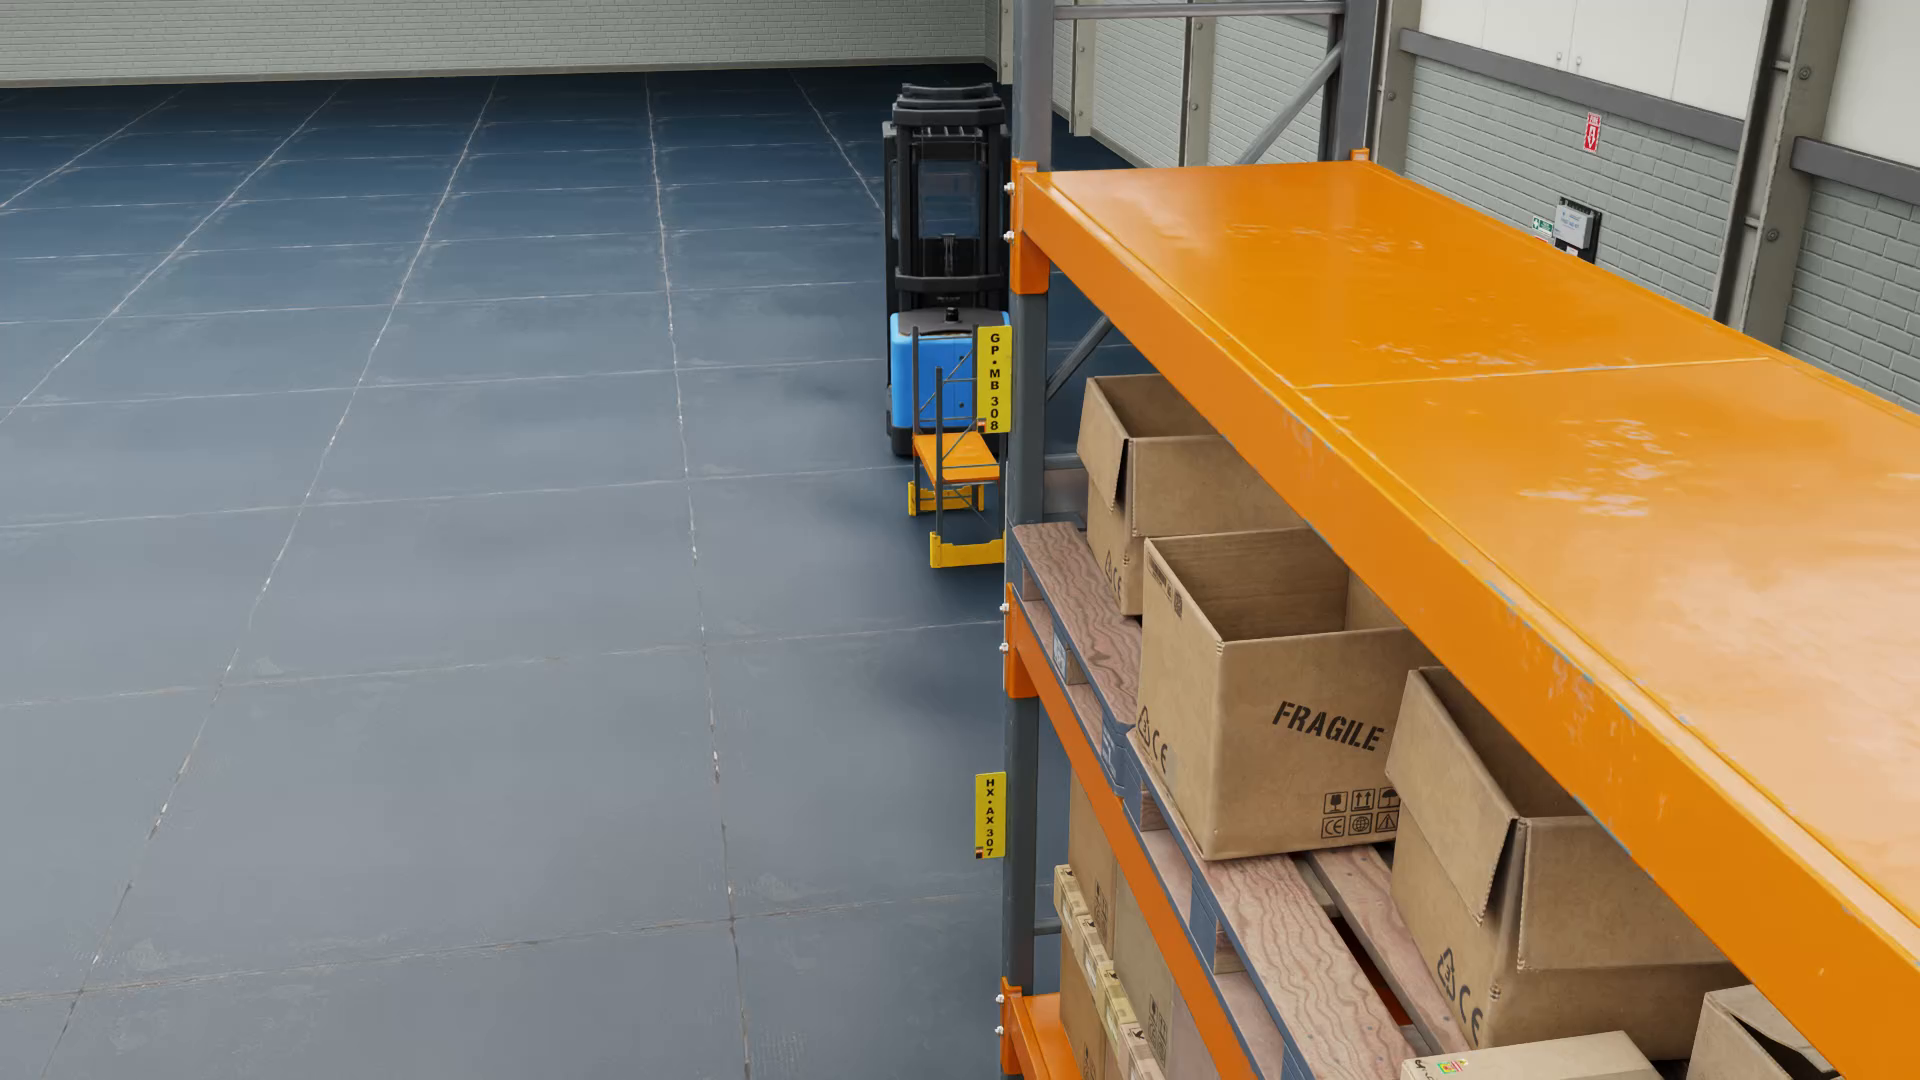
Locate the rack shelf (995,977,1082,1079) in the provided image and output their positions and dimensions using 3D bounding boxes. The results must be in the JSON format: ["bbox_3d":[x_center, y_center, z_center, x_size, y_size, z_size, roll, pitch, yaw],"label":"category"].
[{"bbox_3d":[1.017,2.420,4.102,1.077,0.370,4.000,-4,24,-10],"label":"rack shelf"}]

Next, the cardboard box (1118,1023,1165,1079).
[{"bbox_3d":[0.649,1.432,4.530,0.380,0.149,0.250,-5,24,-11],"label":"cardboard box"}]

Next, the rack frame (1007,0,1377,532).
[{"bbox_3d":[0.647,-1.445,4.558,1.000,3.000,0.127,-4,24,-10],"label":"rack frame"}]

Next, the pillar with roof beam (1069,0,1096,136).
[{"bbox_3d":[-2.174,-10.724,25.802,9.100,9.000,0.400,-4,24,-10],"label":"pillar with roof beam"}]

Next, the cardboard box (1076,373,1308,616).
[{"bbox_3d":[0.749,-0.148,4.508,0.797,0.503,0.637,-3,24,-6],"label":"cardboard box"}]

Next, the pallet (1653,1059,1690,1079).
[{"bbox_3d":[1.204,1.210,2.338,1.003,0.211,1.213,-4,24,-10],"label":"pallet"}]

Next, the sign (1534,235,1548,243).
[{"bbox_3d":[4.965,-2.429,14.262,0.001,0.329,0.234,-4,24,-10],"label":"sign"}]

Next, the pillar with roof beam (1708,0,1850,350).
[{"bbox_3d":[1.154,-3.643,9.591,9.100,9.000,0.400,-4,24,-10],"label":"pillar with roof beam"}]

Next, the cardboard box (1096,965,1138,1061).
[{"bbox_3d":[0.604,1.333,4.757,0.380,0.149,0.250,-4,24,-10],"label":"cardboard box"}]

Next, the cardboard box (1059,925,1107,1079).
[{"bbox_3d":[0.721,1.443,5.317,0.700,0.500,0.500,-4,24,-10],"label":"cardboard box"}]

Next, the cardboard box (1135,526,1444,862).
[{"bbox_3d":[0.686,0.300,3.485,0.500,0.500,0.500,-4,24,-10],"label":"cardboard box"}]

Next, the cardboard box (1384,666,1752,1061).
[{"bbox_3d":[1.206,0.542,2.928,0.797,0.503,0.637,-2,24,-4],"label":"cardboard box"}]

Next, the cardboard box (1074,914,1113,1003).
[{"bbox_3d":[0.560,1.235,4.982,0.380,0.149,0.250,-5,24,-11],"label":"cardboard box"}]

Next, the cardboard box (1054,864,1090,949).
[{"bbox_3d":[0.508,1.131,5.219,0.380,0.149,0.250,-4,24,-10],"label":"cardboard box"}]

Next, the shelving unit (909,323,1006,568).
[{"bbox_3d":[-0.014,-0.717,12.261,0.587,1.500,1.083,-4,24,-10],"label":"shelving unit"}]

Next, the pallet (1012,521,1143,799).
[{"bbox_3d":[0.753,0.250,4.535,1.003,0.211,1.213,-4,24,-10],"label":"pallet"}]

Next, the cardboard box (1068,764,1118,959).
[{"bbox_3d":[0.731,0.869,5.009,0.700,0.500,0.500,-4,24,-10],"label":"cardboard box"}]

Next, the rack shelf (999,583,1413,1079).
[{"bbox_3d":[1.017,1.046,3.502,1.077,0.370,4.000,-4,24,-10],"label":"rack shelf"}]

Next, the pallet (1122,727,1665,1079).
[{"bbox_3d":[0.982,0.731,3.434,1.003,0.211,1.213,-4,24,-10],"label":"pallet"}]

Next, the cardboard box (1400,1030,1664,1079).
[{"bbox_3d":[0.895,0.907,2.535,0.380,0.149,0.250,-4,24,-10],"label":"cardboard box"}]

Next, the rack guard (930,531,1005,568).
[{"bbox_3d":[0.078,0.051,12.063,0.587,0.250,0.087,-4,24,-10],"label":"rack guard"}]

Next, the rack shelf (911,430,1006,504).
[{"bbox_3d":[-0.016,-0.556,12.341,0.538,0.185,1.000,-4,24,-10],"label":"rack shelf"}]

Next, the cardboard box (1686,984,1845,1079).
[{"bbox_3d":[1.453,0.857,2.447,0.500,0.311,0.500,-6,24,-13],"label":"cardboard box"}]

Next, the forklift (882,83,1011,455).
[{"bbox_3d":[-0.124,-2.605,14.795,1.130,2.935,3.031,-1,24,-3],"label":"forklift"}]

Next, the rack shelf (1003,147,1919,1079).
[{"bbox_3d":[1.017,-0.146,2.981,1.077,0.370,4.000,-4,24,-10],"label":"rack shelf"}]

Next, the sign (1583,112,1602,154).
[{"bbox_3d":[5.062,-3.261,13.314,0.001,0.298,0.199,-4,24,-10],"label":"sign"}]

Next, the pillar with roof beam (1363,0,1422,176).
[{"bbox_3d":[0.045,-6.003,14.995,9.100,9.000,0.400,-4,24,-10],"label":"pillar with roof beam"}]

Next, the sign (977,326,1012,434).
[{"bbox_3d":[0.101,-0.469,4.879,0.100,0.325,0.005,-4,24,-10],"label":"sign"}]

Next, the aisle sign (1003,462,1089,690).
[{"bbox_3d":[0.334,0.109,5.246,0.394,0.787,0.004,-4,24,-10],"label":"aisle sign"}]

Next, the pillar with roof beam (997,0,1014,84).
[{"bbox_3d":[-3.284,-13.084,31.206,9.100,9.000,0.400,-4,24,-10],"label":"pillar with roof beam"}]

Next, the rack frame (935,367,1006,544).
[{"bbox_3d":[0.078,-0.521,11.811,0.500,1.500,0.032,-4,24,-10],"label":"rack frame"}]

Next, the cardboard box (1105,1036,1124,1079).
[{"bbox_3d":[0.823,1.649,4.844,0.700,0.500,0.500,-4,24,-8],"label":"cardboard box"}]

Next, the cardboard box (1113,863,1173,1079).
[{"bbox_3d":[0.833,1.075,4.536,0.700,0.500,0.500,-5,24,-11],"label":"cardboard box"}]

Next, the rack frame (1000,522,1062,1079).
[{"bbox_3d":[0.647,1.304,5.759,1.000,3.000,0.127,-4,24,-10],"label":"rack frame"}]

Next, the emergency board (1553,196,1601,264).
[{"bbox_3d":[4.965,-2.188,13.754,0.194,1.169,0.643,-4,24,-10],"label":"emergency board"}]

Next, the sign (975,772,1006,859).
[{"bbox_3d":[0.101,0.910,5.481,0.100,0.325,0.005,-4,24,-10],"label":"sign"}]

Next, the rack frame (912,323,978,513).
[{"bbox_3d":[-0.110,-0.921,12.727,0.500,1.500,0.032,-4,24,-10],"label":"rack frame"}]

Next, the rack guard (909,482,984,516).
[{"bbox_3d":[-0.106,-0.340,12.960,0.587,0.250,0.087,-4,24,-10],"label":"rack guard"}]

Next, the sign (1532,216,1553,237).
[{"bbox_3d":[4.957,-2.670,14.150,0.001,0.109,0.331,-4,24,-10],"label":"sign"}]

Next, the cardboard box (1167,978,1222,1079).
[{"bbox_3d":[0.927,1.274,4.083,0.700,0.500,0.500,-4,24,-10],"label":"cardboard box"}]

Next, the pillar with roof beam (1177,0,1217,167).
[{"bbox_3d":[-1.065,-8.363,20.399,9.100,9.000,0.400,-4,24,-10],"label":"pillar with roof beam"}]
